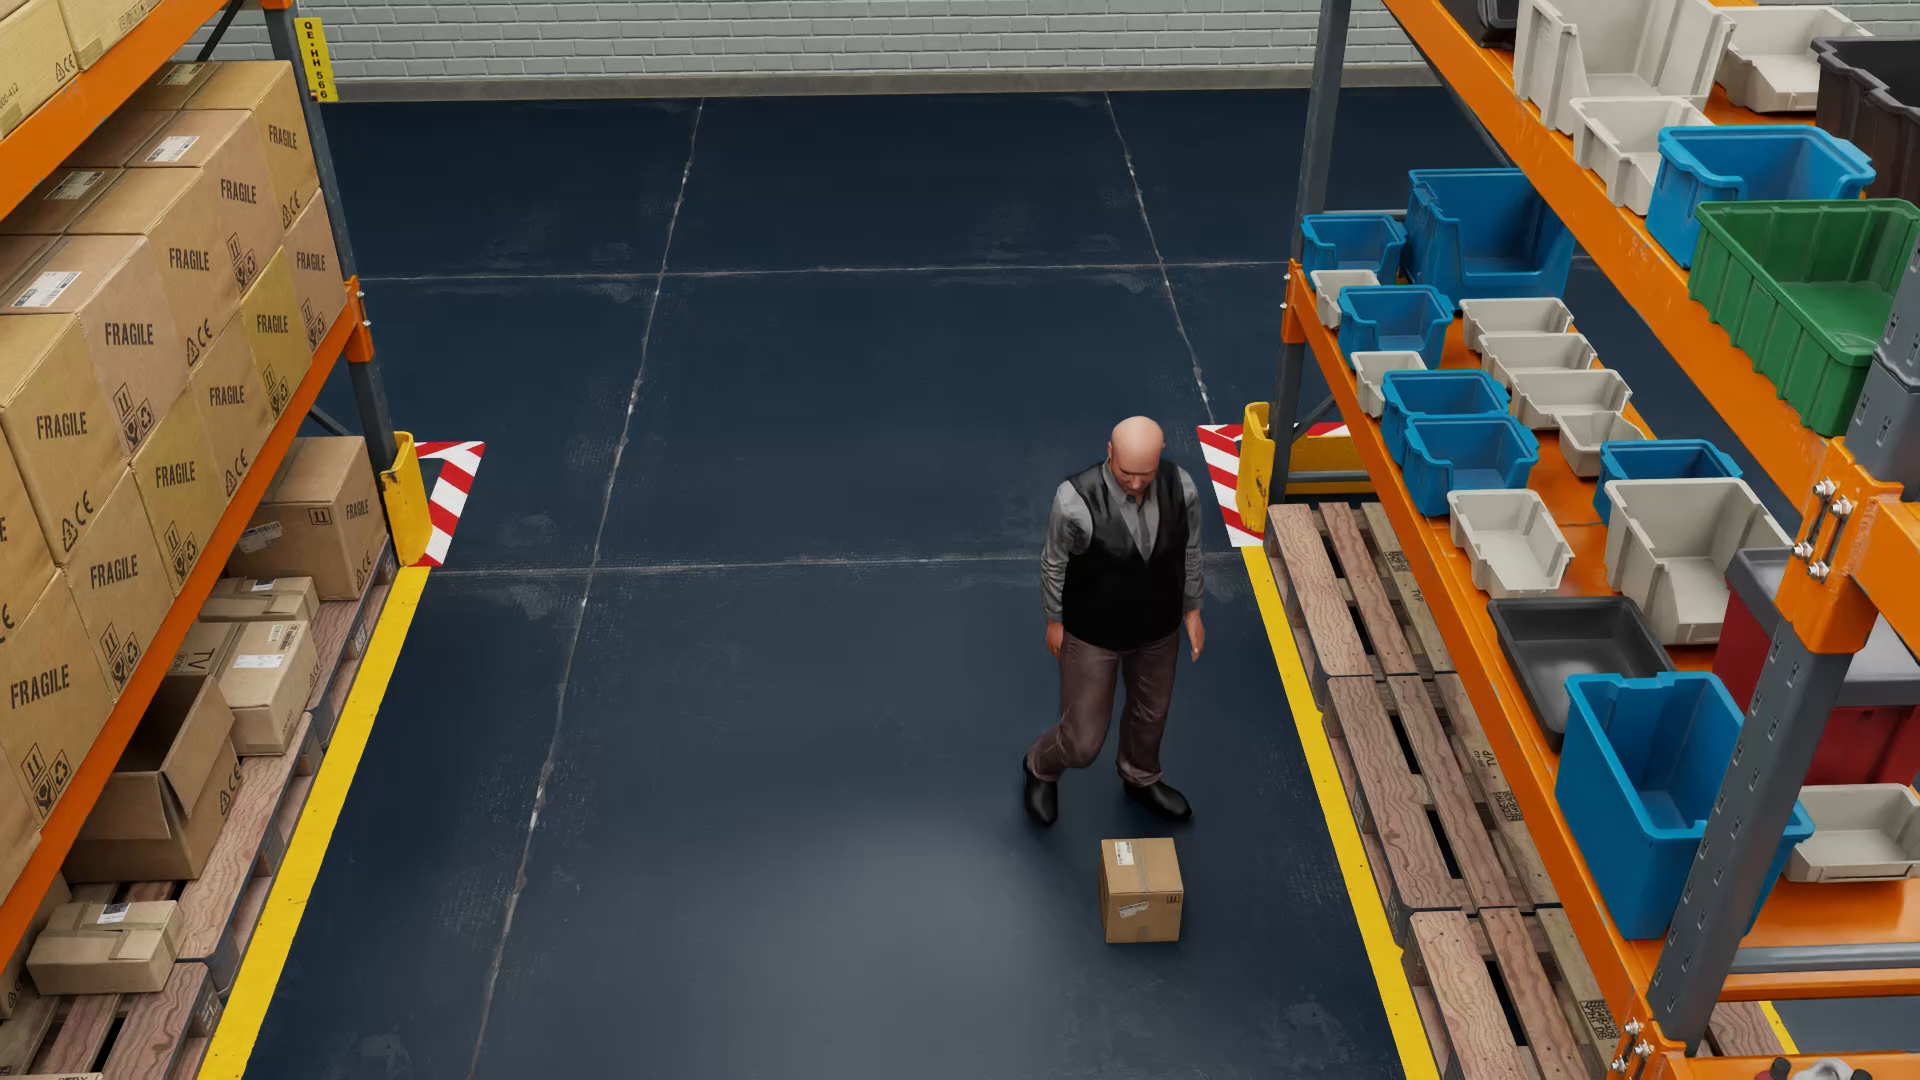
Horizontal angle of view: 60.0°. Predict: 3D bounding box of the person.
[{"bbox_3d":[0.531,0.294,5.716,0.600,1.709,0.444,-15,38,-20],"label":"person"}]
